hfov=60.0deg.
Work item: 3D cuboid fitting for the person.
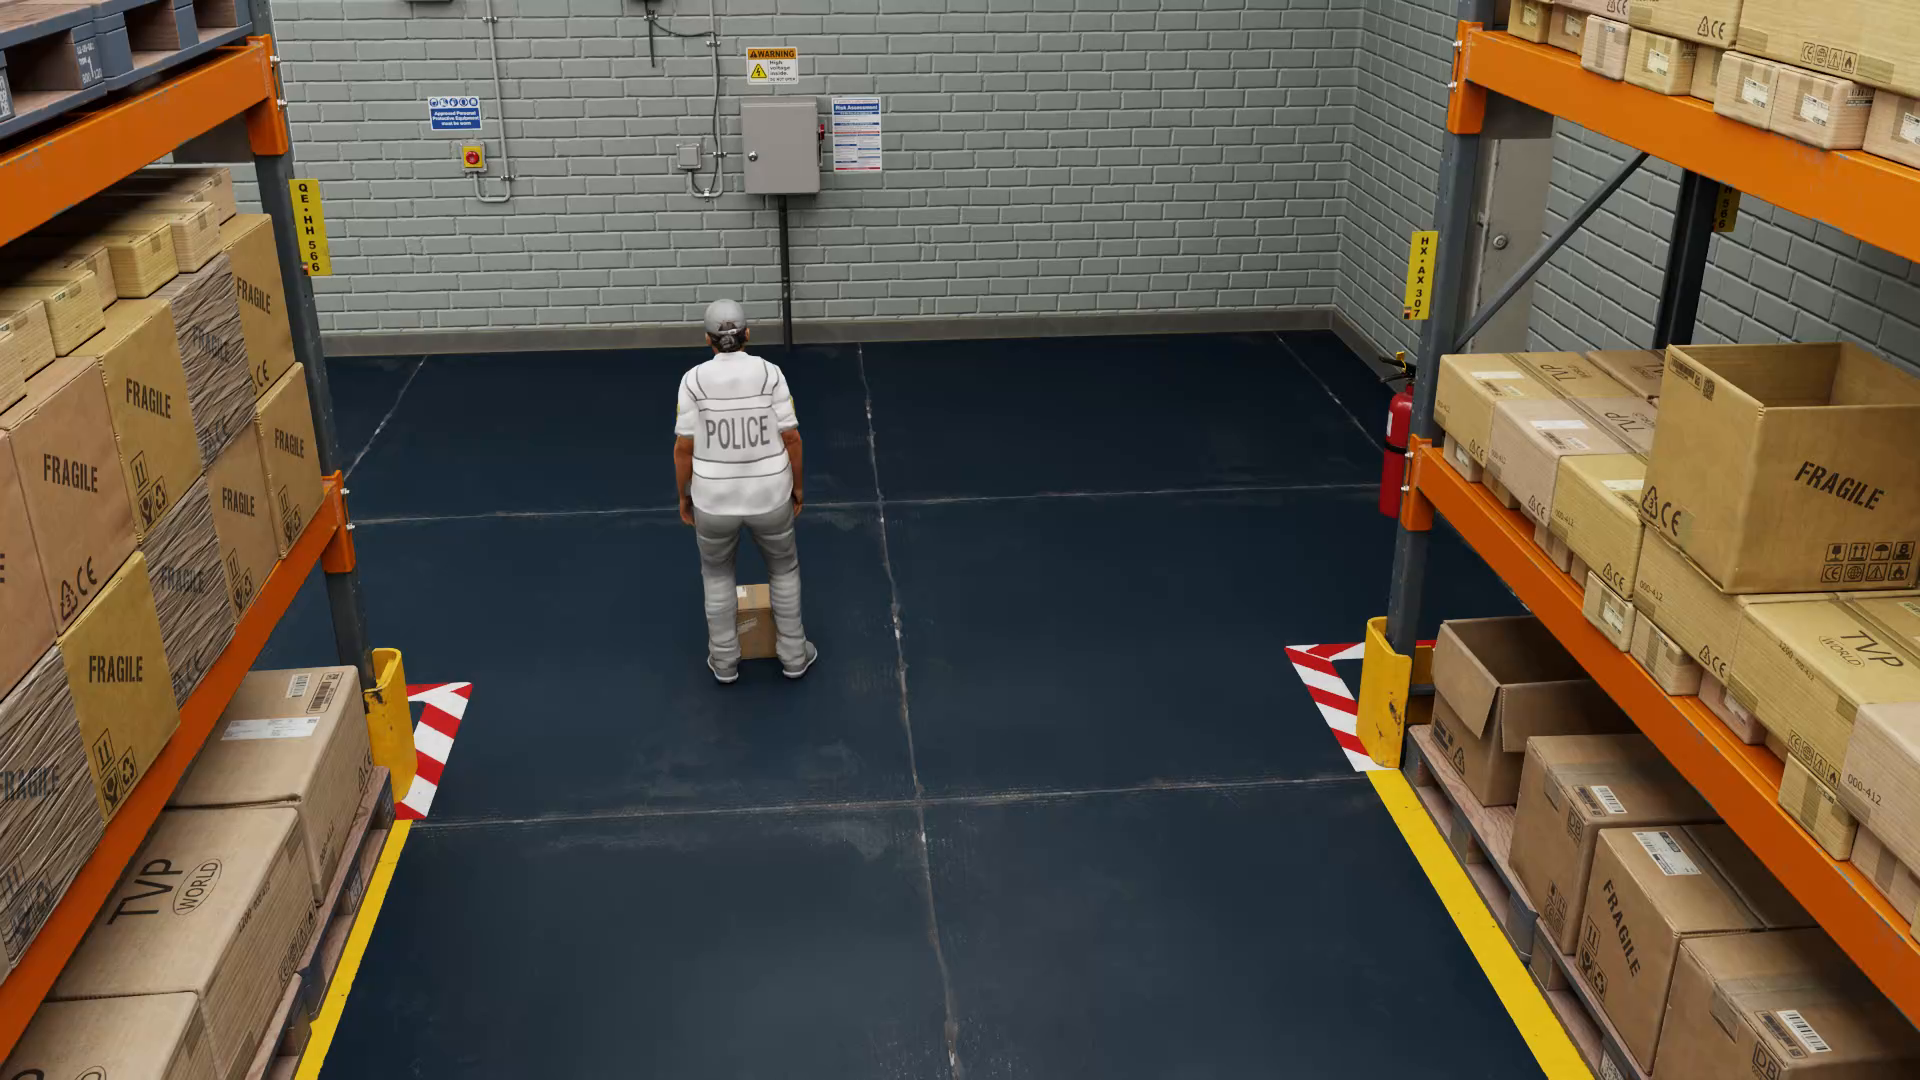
[{"bbox_3d":[-0.909,-0.192,7.026,0.564,1.667,0.465,-4,24,-8],"label":"person"}]
